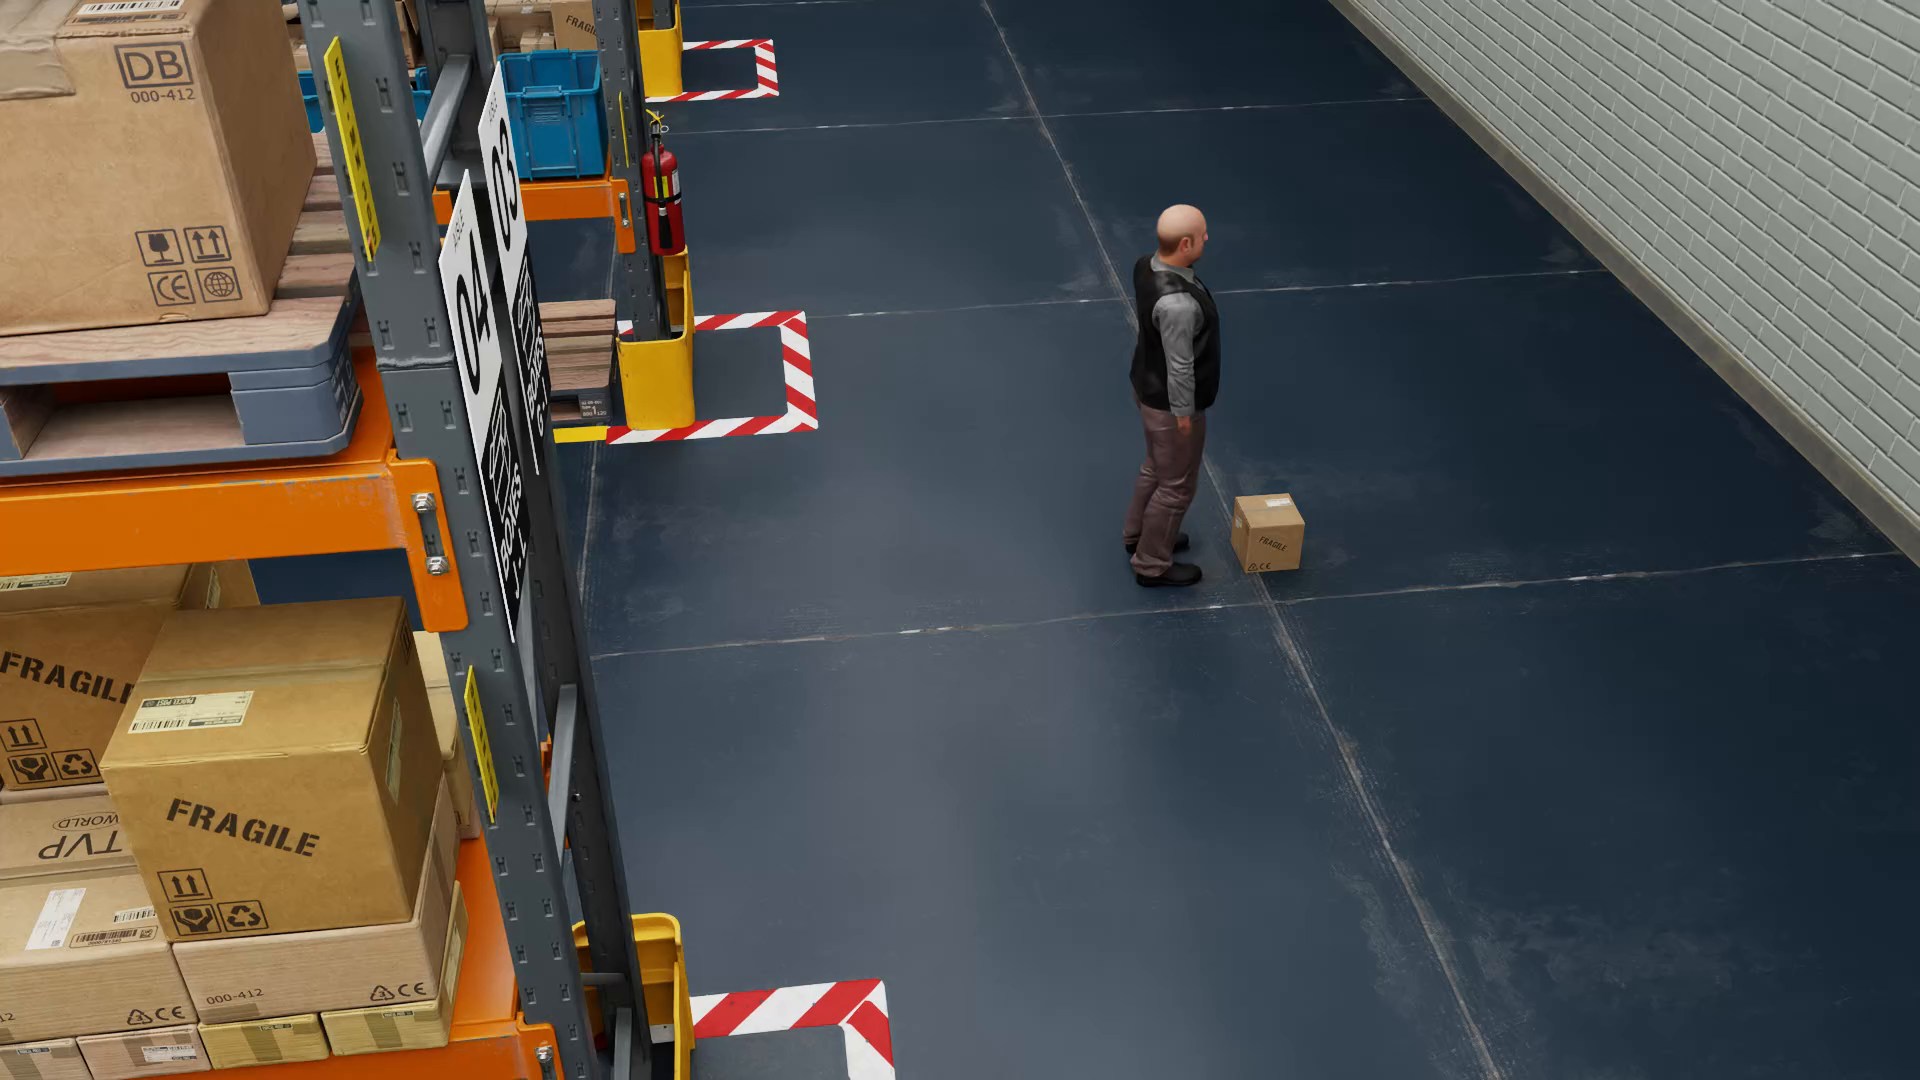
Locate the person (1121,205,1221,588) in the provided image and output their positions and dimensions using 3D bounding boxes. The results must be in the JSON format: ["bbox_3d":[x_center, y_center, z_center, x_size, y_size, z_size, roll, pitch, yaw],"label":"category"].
[{"bbox_3d":[0.901,-0.613,7.062,0.360,1.716,0.532,-4,35,-5],"label":"person"}]
